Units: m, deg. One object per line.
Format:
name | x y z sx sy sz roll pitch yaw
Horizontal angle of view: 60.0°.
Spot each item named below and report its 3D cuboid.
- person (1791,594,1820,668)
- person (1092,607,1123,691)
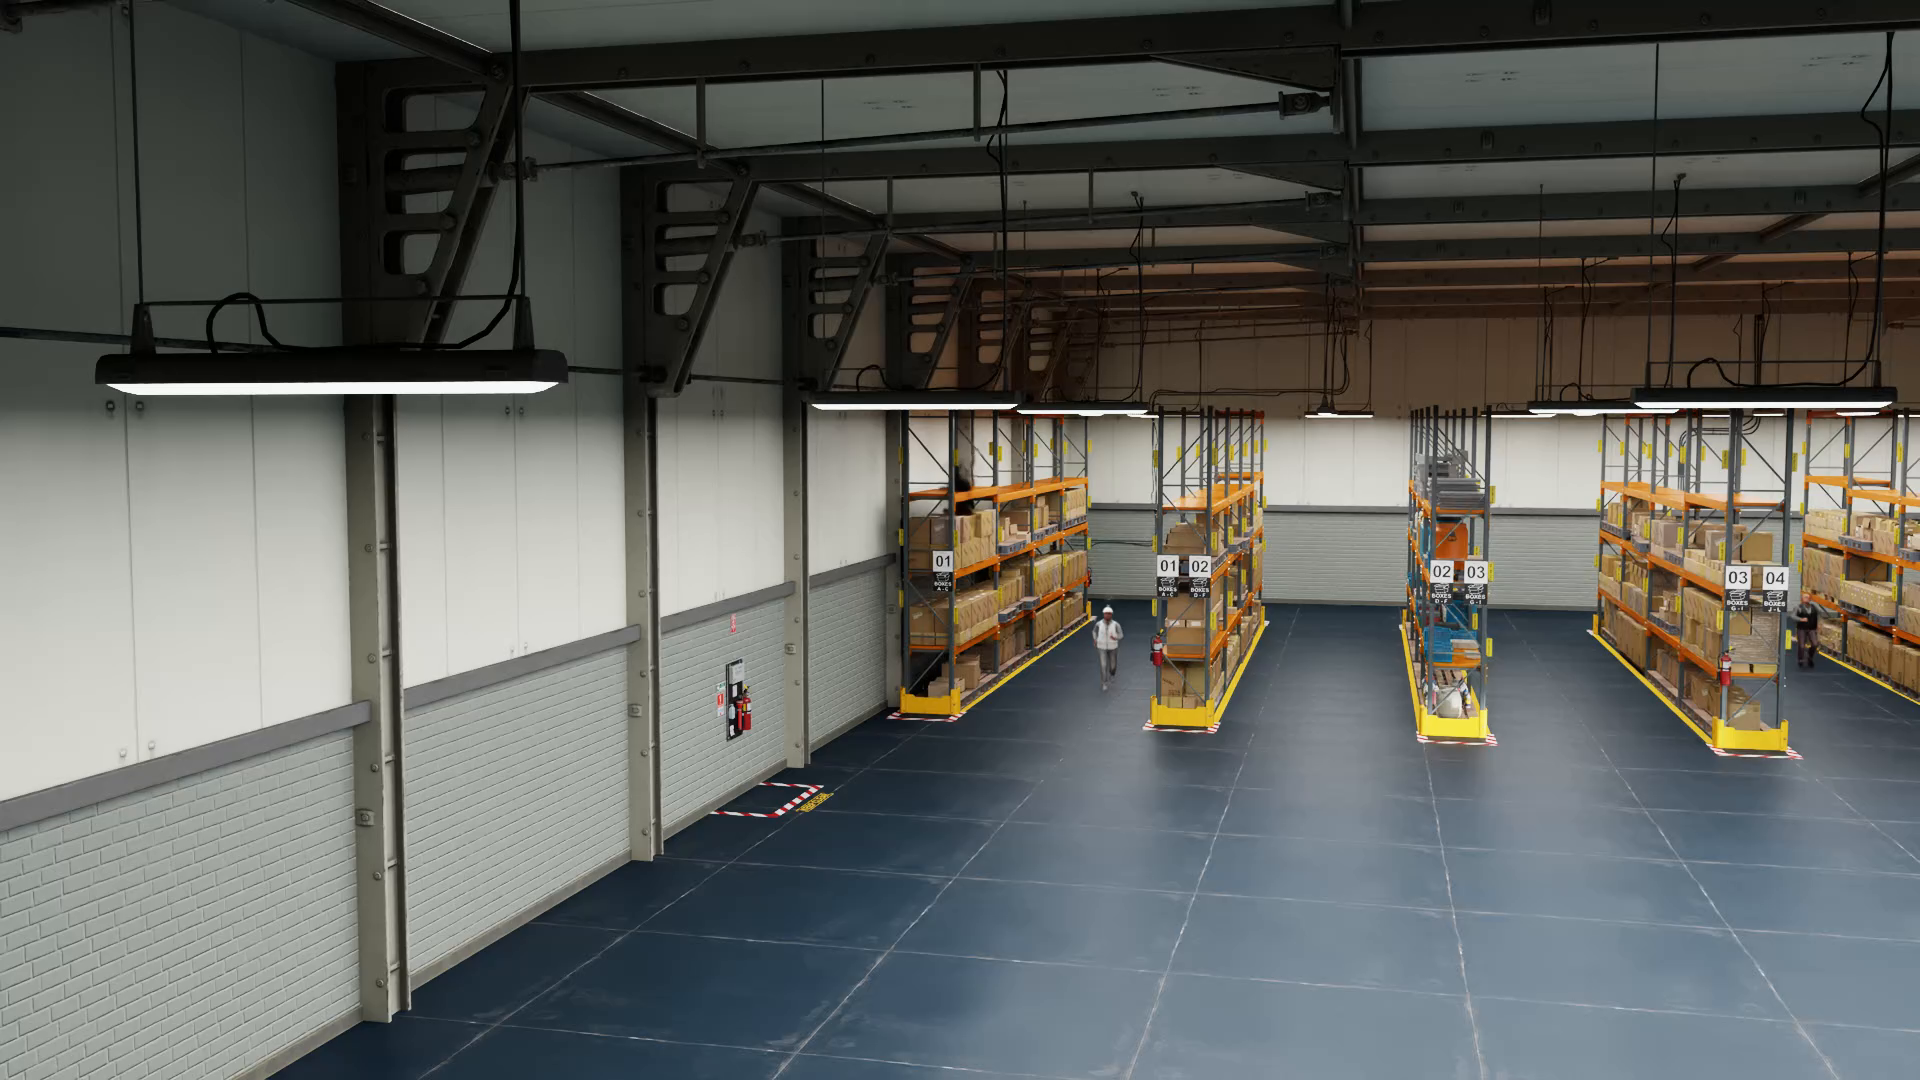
person | 19.589 2.105 38.473 0.692 1.730 0.668 1 4 11
person | 3.136 2.301 35.406 0.667 1.750 0.915 0 4 6
